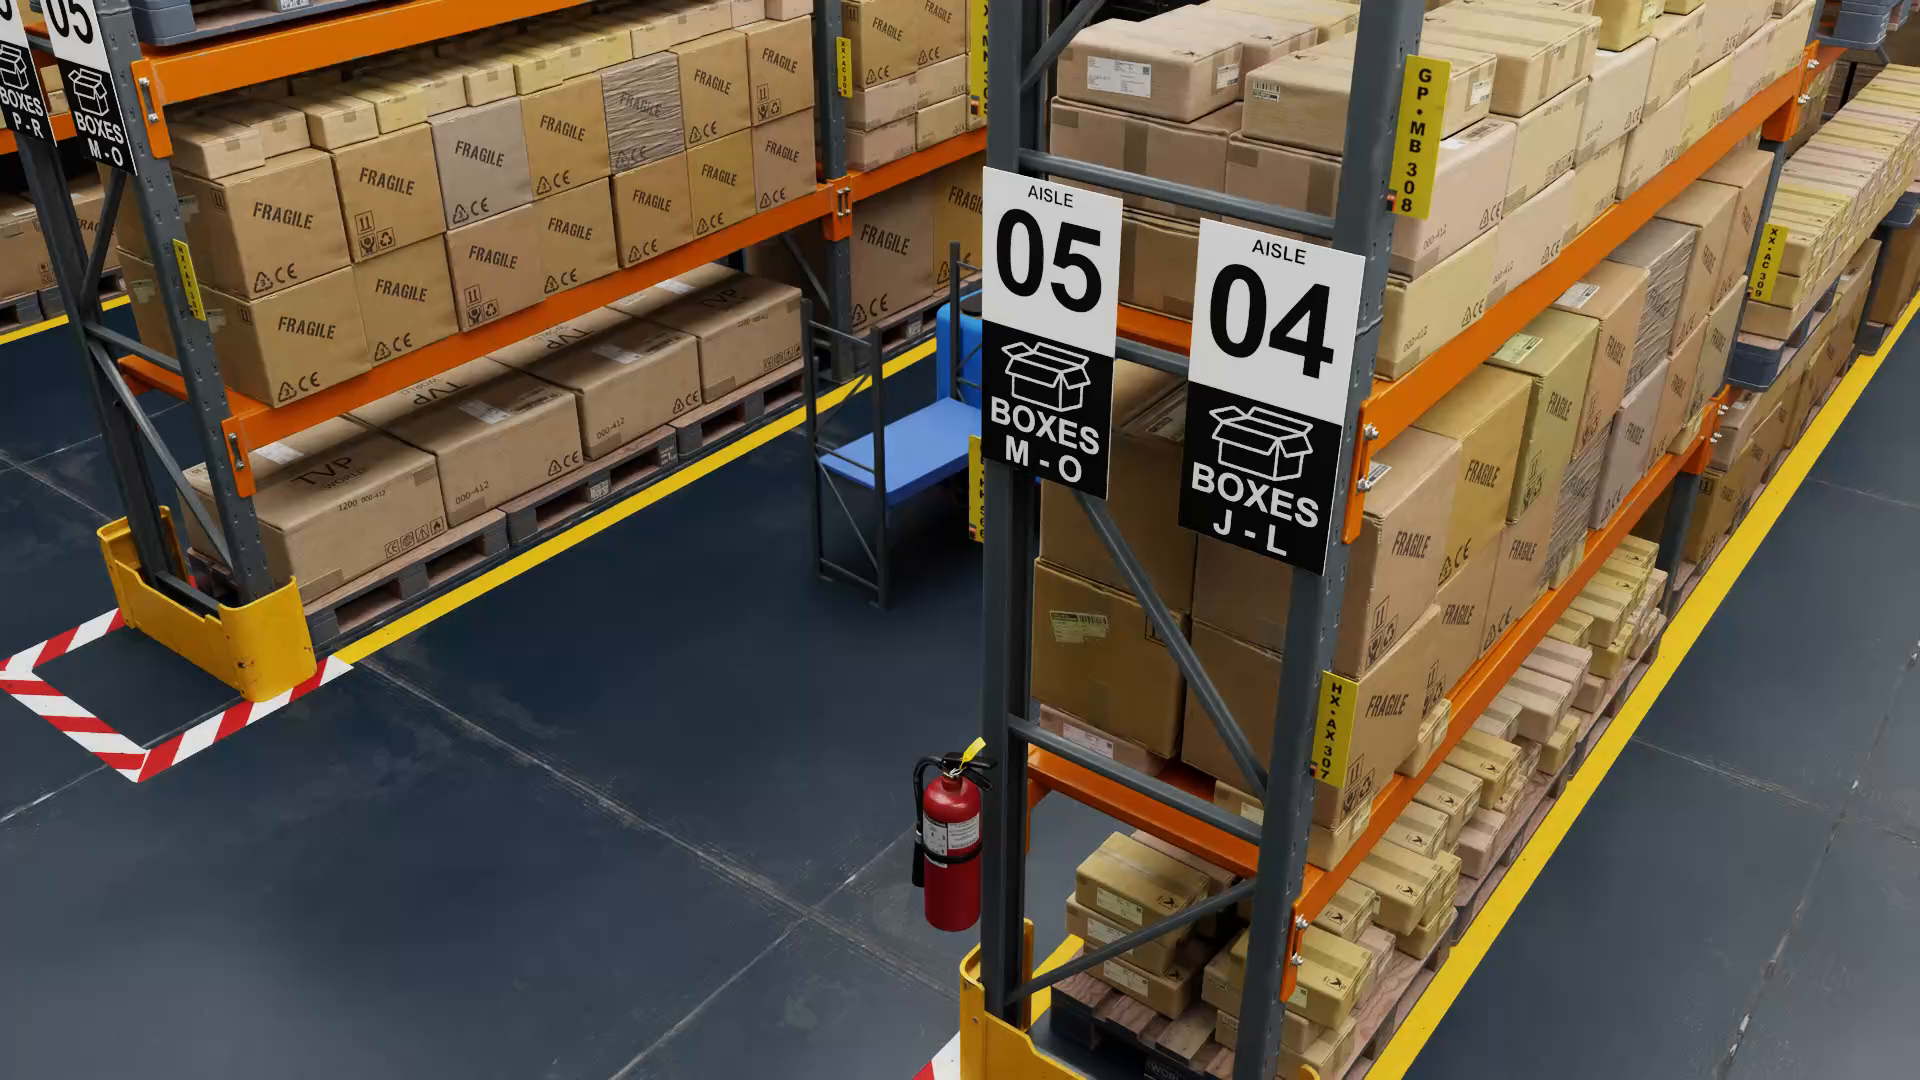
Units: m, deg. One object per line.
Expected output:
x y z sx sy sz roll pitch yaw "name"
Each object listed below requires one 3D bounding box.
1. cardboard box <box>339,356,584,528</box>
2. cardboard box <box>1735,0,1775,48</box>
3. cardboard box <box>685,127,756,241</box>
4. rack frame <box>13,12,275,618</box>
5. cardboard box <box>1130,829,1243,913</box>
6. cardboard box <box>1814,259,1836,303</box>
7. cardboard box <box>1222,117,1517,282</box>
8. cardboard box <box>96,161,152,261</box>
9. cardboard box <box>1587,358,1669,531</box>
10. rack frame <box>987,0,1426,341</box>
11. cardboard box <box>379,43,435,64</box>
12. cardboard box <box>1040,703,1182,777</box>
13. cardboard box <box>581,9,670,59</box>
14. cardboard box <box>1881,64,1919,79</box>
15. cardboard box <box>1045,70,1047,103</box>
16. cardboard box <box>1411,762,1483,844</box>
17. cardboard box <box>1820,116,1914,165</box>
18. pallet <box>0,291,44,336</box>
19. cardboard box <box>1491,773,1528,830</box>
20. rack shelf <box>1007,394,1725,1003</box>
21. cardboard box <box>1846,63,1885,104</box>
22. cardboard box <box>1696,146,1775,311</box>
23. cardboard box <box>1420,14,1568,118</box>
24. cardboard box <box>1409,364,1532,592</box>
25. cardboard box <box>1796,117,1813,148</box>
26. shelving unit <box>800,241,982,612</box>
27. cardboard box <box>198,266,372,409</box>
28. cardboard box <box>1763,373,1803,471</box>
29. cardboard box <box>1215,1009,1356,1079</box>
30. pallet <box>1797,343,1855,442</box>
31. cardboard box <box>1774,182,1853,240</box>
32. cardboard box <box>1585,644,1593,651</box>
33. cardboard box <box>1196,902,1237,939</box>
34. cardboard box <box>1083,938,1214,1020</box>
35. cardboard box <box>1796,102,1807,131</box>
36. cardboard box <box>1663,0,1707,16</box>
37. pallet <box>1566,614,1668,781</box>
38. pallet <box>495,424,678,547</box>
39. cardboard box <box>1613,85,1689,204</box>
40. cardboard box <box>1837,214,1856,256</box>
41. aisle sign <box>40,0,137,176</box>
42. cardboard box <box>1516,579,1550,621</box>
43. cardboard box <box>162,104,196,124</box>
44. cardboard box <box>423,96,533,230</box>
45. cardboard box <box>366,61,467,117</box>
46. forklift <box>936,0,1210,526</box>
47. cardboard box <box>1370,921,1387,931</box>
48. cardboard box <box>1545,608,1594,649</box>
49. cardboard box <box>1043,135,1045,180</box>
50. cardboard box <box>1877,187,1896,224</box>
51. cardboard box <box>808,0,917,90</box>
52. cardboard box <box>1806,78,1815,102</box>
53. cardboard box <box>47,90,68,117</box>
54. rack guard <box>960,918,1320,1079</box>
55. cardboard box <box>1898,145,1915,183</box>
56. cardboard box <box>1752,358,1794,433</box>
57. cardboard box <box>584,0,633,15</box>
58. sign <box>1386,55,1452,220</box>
-2.646 -0.553 8.842 0.875 0.438 0.875 22 37 33 "cardboard box"
2.512 -1.912 5.748 0.500 0.250 0.500 19 36 29 "cardboard box"
-1.478 -1.992 9.071 0.500 0.500 0.500 20 36 30 "cardboard box"
-3.510 -0.801 7.159 1.000 3.000 0.127 21 37 31 "rack frame"
0.812 1.094 5.763 0.380 0.149 0.250 22 37 32 "cardboard box"
3.833 -1.251 7.753 0.380 0.149 0.250 21 37 32 "cardboard box"
0.975 -0.862 3.977 0.500 0.250 0.500 22 37 32 "cardboard box"
-3.409 -1.543 7.333 0.500 0.500 0.500 22 37 33 "cardboard box"
2.229 -0.419 6.126 0.500 0.500 0.500 21 37 31 "cardboard box"
0.497 -1.899 3.129 1.000 3.000 0.127 21 37 31 "rack frame"
-2.727 -2.296 7.967 0.380 0.149 0.250 22 37 32 "cardboard box"
0.469 0.570 5.093 0.380 0.149 0.250 21 37 31 "cardboard box"
-1.693 -2.563 8.417 0.380 0.149 0.250 21 36 31 "cardboard box"
5.396 -2.559 9.376 0.380 0.149 0.250 20 36 29 "cardboard box"
0.323 -3.075 11.143 0.500 0.250 0.500 20 36 31 "cardboard box"
1.668 0.915 6.065 0.380 0.149 0.250 23 37 33 "cardboard box"
4.614 -2.034 8.490 0.380 0.149 0.250 23 38 34 "cardboard box"
-6.944 -1.483 11.045 1.003 0.211 1.213 21 37 31 "pallet"
1.992 0.980 6.539 0.380 0.149 0.250 21 37 31 "cardboard box"
1.704 0.178 6.213 1.077 0.370 4.000 21 37 31 "rack shelf"
5.812 -2.713 10.287 0.500 0.500 0.500 22 37 32 "cardboard box"
2.844 -1.271 6.583 0.500 0.500 0.500 20 36 30 "cardboard box"
1.264 -1.179 4.120 0.380 0.149 0.250 21 37 31 "cardboard box"
1.279 -0.228 4.821 0.500 0.500 0.500 22 37 33 "cardboard box"
4.733 -2.414 9.716 0.380 0.149 0.250 23 38 34 "cardboard box"
-0.201 -0.574 8.247 0.538 1.500 1.048 25 39 35 "shelving unit"
-2.992 -0.951 7.314 0.500 0.500 0.500 21 36 31 "cardboard box"
4.193 -0.701 9.031 0.500 0.500 0.500 22 37 32 "cardboard box"
1.069 1.613 5.471 0.380 0.149 0.250 22 37 32 "cardboard box"
4.853 -1.054 10.321 1.003 0.211 1.213 21 37 31 "pallet"
3.836 -1.510 7.607 0.380 0.149 0.250 21 37 32 "cardboard box"
2.444 0.499 7.058 0.380 0.149 0.250 21 37 32 "cardboard box"
0.789 1.207 5.864 0.380 0.149 0.250 20 36 30 "cardboard box"
0.649 1.449 5.747 0.380 0.149 0.250 22 37 32 "cardboard box"
4.554 -2.416 9.427 0.380 0.149 0.250 20 36 30 "cardboard box"
2.044 -1.703 5.005 0.380 0.149 0.250 20 36 30 "cardboard box"
2.534 0.539 7.634 1.003 0.211 1.213 21 37 31 "pallet"
-2.353 -0.444 9.293 1.003 0.211 1.213 21 37 31 "pallet"
1.914 -1.281 5.174 0.500 0.250 0.500 21 37 31 "cardboard box"
3.983 -1.481 7.849 0.380 0.149 0.250 19 36 29 "cardboard box"
-3.323 -1.801 6.297 0.394 0.787 0.004 21 37 31 "aisle sign"
1.855 0.109 5.871 0.380 0.149 0.250 23 37 33 "cardboard box"
-3.453 -1.761 7.064 0.380 0.149 0.250 22 37 32 "cardboard box"
-2.383 -1.805 7.775 0.500 0.500 0.500 21 36 31 "cardboard box"
-2.465 -2.047 7.546 0.380 0.149 0.250 22 37 32 "cardboard box"
1.225 -1.943 9.154 1.130 2.935 3.031 25 39 35 "forklift"
1.306 1.245 5.800 0.380 0.149 0.250 22 37 32 "cardboard box"
2.418 0.371 6.983 0.380 0.149 0.250 22 37 33 "cardboard box"
0.294 -2.703 12.041 0.875 0.875 0.875 22 37 32 "cardboard box"
4.617 -1.781 8.648 0.380 0.149 0.250 22 37 33 "cardboard box"
-0.601 -2.990 9.775 0.500 0.500 0.500 22 37 32 "cardboard box"
4.581 -2.562 9.382 0.380 0.149 0.250 21 37 31 "cardboard box"
-6.093 -2.890 10.930 0.380 0.149 0.250 22 37 32 "cardboard box"
0.543 1.726 5.348 1.175 0.500 0.348 21 37 31 "rack guard"
4.771 -2.011 8.744 0.380 0.149 0.250 21 36 31 "cardboard box"
3.888 -0.809 8.477 0.500 0.250 0.500 22 37 33 "cardboard box"
-1.955 -2.822 8.855 0.380 0.149 0.250 21 36 31 "cardboard box"
0.930 -0.818 3.389 0.100 0.325 0.005 21 37 31 "sign"
